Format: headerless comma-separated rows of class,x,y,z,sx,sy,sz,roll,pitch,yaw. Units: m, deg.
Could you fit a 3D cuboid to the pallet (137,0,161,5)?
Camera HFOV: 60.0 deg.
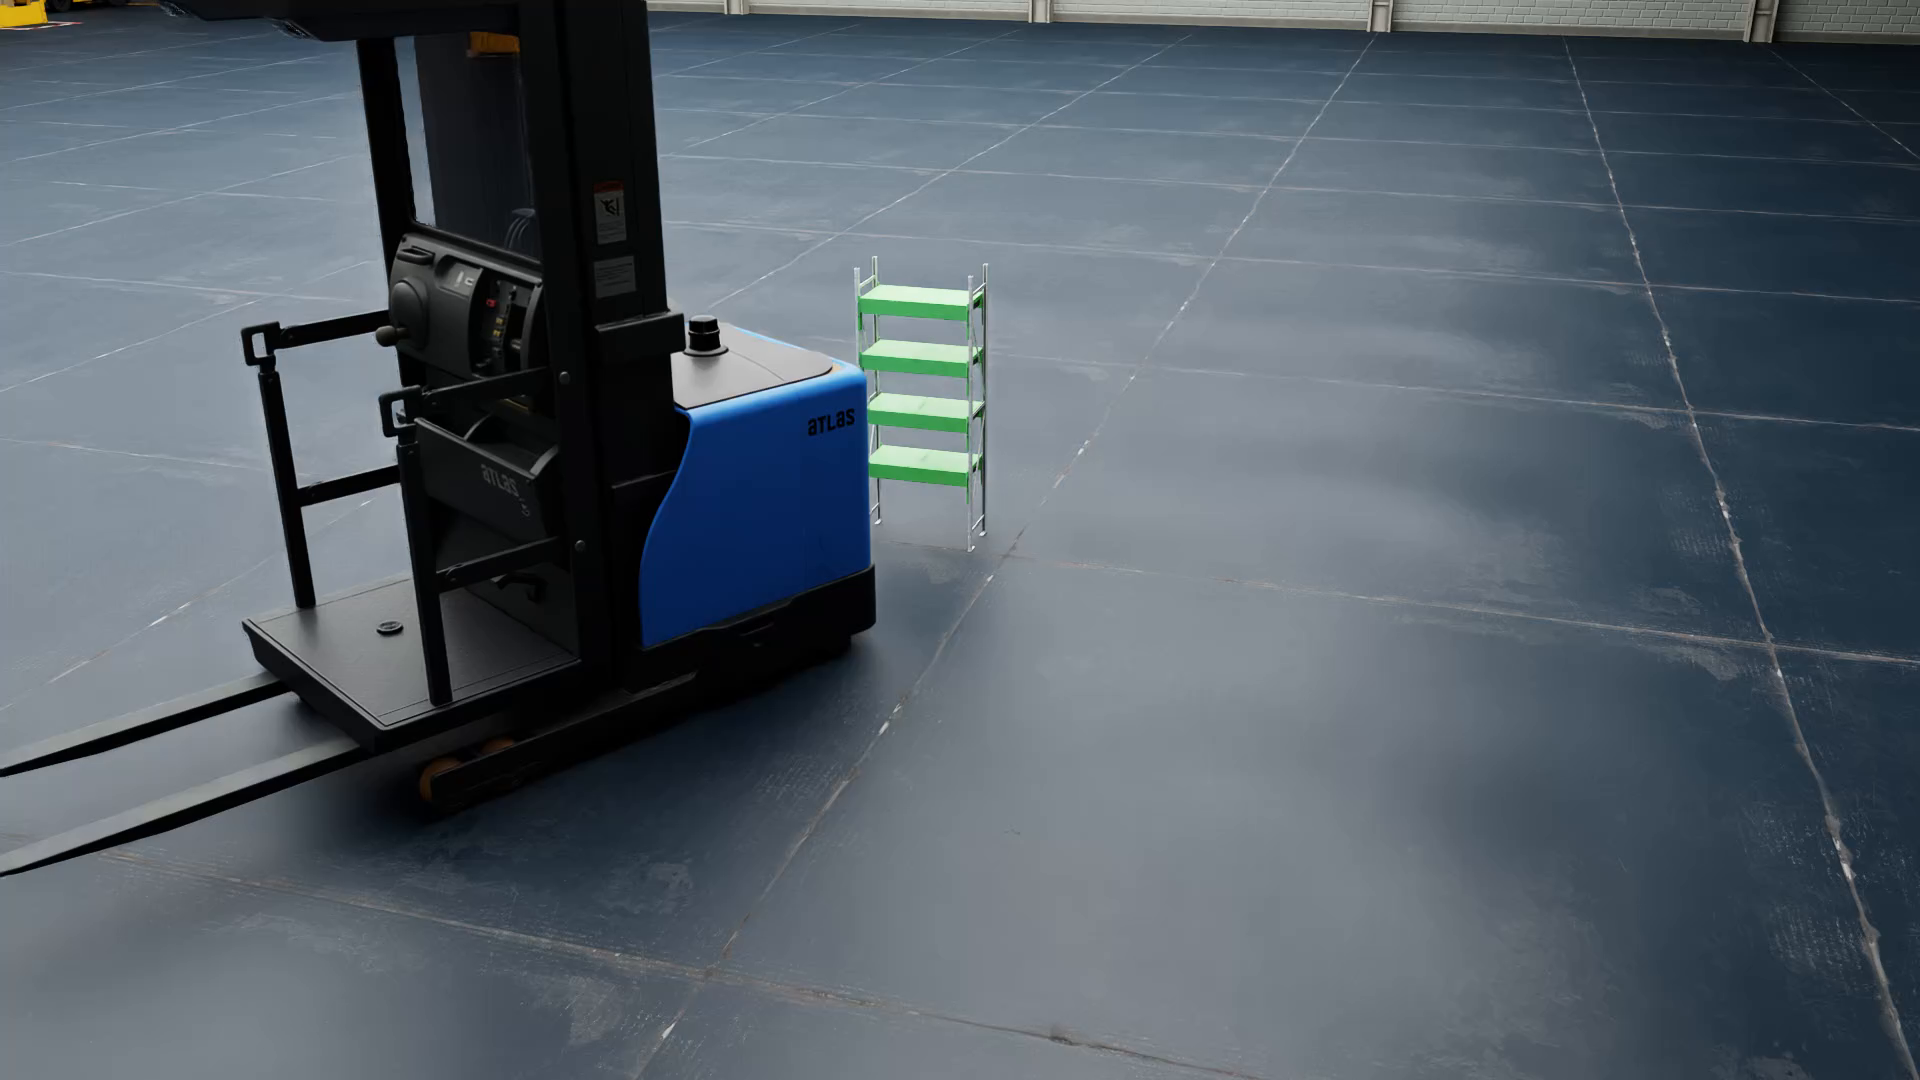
pallet,-16.095,-11.161,34.200,1.213,0.211,1.003,7,23,16

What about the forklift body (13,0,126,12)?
forklift body,-17.693,-11.535,32.556,1.214,2.155,2.313,7,23,16

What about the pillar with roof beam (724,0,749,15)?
pillar with roof beam,-5.512,-12.682,26.329,0.400,9.000,9.100,7,23,16

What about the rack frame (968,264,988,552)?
rack frame,0.075,-0.547,7.021,0.015,1.200,0.240,7,23,16

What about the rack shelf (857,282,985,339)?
rack shelf,-0.158,-0.958,6.929,0.480,0.148,0.258,7,23,16

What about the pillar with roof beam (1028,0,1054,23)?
pillar with roof beam,0.232,-12.024,24.726,0.400,9.000,9.100,7,23,16

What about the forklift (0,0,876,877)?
forklift,-1.738,-0.729,5.186,3.031,2.935,1.130,-20,29,-39

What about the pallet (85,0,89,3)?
pallet,-18.431,-11.428,34.852,1.213,0.211,1.003,7,23,16

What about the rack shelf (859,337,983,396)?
rack shelf,-0.158,-0.736,7.020,0.480,0.148,0.258,7,23,16

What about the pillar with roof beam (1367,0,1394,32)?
pillar with roof beam,5.976,-11.366,23.123,0.400,9.000,9.100,7,23,16

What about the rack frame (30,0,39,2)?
rack frame,-16.781,-10.578,29.106,0.127,3.000,1.000,7,23,16

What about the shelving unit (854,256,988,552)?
shelving unit,-0.158,-0.573,7.087,0.503,1.200,0.258,7,23,16

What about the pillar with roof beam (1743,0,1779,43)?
pillar with roof beam,11.721,-10.709,21.519,0.400,9.000,9.100,7,23,16

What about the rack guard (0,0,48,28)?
rack guard,-16.854,-9.430,29.601,0.348,0.500,1.175,7,23,16

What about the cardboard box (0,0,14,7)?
cardboard box,-17.473,-9.689,30.009,0.500,0.250,0.500,6,23,15

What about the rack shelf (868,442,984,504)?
rack shelf,-0.158,-0.292,7.202,0.480,0.148,0.258,7,23,16

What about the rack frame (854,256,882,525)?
rack frame,-0.392,-0.600,7.152,0.015,1.200,0.240,7,23,16

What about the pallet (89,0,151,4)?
pallet,-17.259,-11.295,34.528,1.213,0.211,1.003,7,23,15

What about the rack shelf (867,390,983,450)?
rack shelf,-0.158,-0.514,7.111,0.480,0.148,0.258,7,23,16
